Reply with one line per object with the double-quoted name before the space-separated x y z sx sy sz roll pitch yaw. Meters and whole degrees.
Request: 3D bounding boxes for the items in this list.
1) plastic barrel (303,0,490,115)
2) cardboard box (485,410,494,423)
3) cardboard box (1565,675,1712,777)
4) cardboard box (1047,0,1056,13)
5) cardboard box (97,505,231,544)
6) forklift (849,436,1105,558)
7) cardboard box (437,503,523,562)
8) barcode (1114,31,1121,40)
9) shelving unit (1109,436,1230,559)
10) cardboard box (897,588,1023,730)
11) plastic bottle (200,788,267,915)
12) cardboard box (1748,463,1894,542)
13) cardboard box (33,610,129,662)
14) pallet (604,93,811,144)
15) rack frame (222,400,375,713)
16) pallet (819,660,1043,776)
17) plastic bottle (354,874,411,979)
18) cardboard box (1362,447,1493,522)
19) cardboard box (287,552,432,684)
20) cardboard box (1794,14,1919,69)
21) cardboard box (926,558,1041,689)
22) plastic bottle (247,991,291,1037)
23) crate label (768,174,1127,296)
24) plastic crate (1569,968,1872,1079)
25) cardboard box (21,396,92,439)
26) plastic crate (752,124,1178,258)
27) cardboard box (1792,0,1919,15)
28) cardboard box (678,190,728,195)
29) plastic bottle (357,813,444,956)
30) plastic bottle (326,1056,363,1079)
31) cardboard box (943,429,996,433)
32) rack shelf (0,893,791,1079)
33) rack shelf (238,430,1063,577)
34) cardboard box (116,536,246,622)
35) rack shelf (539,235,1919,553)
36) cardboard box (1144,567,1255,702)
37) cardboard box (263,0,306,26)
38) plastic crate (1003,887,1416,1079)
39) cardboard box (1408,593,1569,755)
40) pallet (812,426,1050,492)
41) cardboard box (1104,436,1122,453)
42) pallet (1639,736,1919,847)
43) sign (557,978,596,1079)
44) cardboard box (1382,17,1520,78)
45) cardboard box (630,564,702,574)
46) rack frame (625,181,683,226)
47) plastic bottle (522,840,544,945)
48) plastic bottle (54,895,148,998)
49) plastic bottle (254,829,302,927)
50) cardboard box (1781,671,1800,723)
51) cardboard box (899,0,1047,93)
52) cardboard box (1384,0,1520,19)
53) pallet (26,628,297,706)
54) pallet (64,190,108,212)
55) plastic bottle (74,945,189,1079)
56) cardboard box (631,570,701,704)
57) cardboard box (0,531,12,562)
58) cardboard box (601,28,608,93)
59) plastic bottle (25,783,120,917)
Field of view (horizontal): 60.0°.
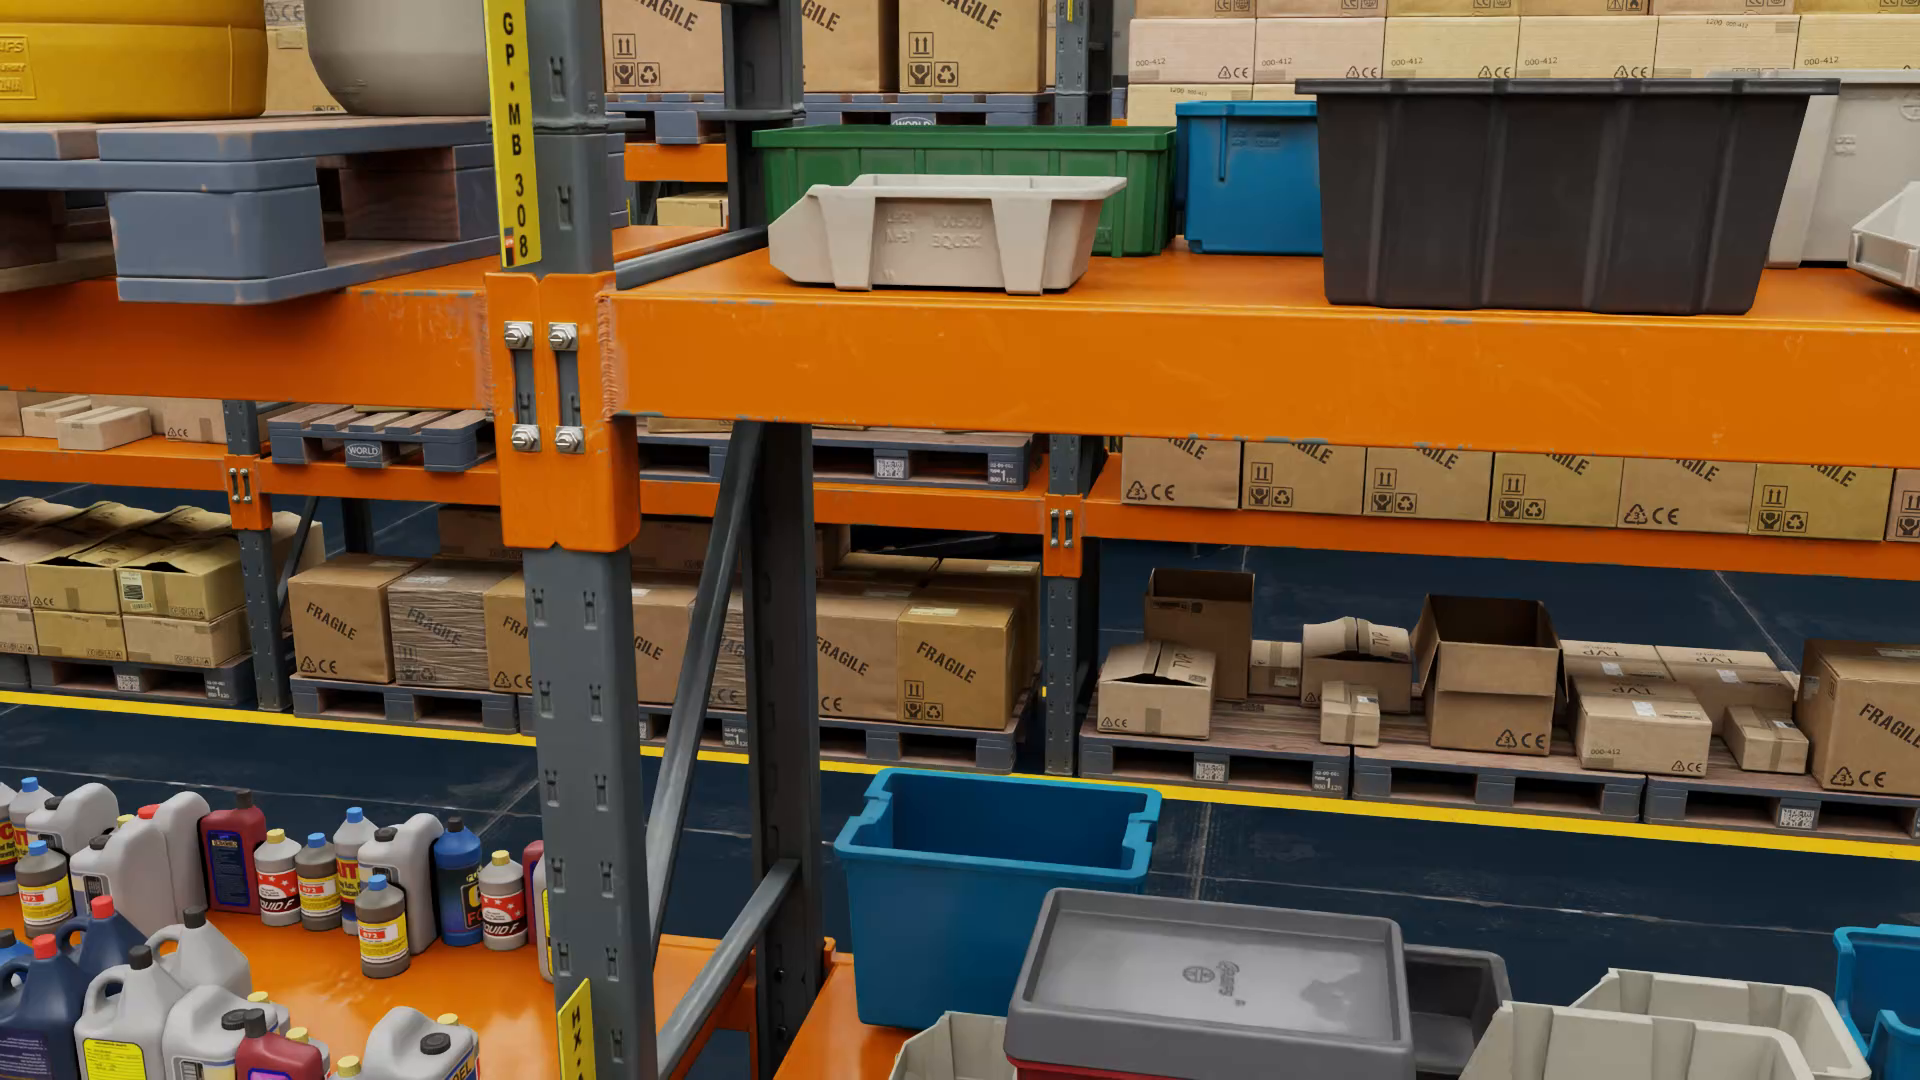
"plastic barrel" -0.909 -1.007 2.849 0.433 0.535 0.433 0 15 0
"cardboard box" -1.874 -0.857 7.992 0.500 0.500 0.700 6 17 22
"cardboard box" 2.961 0.807 7.286 0.500 0.250 0.500 3 16 11
"cardboard box" 0.695 -3.940 12.062 0.500 0.250 0.500 4 16 15
"cardboard box" -4.343 0.013 9.138 0.500 0.311 0.500 3 16 10
"forklift" -0.570 -1.344 10.854 3.031 2.935 1.130 -7 17 -23
"cardboard box" -2.353 -0.087 8.642 0.500 0.250 0.500 4 16 13
"barcode" 1.152 -3.709 12.219 0.075 0.075 0.001 5 16 16
"shelving unit" 1.429 -0.704 11.224 0.431 1.500 0.755 -15 21 -42
"cardboard box" 0.007 0.545 7.762 0.500 0.500 0.500 3 16 11
"plastic bottle" -1.588 0.678 3.646 0.133 0.283 0.061 3 16 11
"cardboard box" 3.465 -0.311 6.807 0.500 0.500 0.500 3 16 12
"cardboard box" -4.442 0.423 8.709 0.500 0.250 0.500 3 16 10
"pallet" -1.094 -1.958 7.676 1.003 0.211 1.213 3 16 11
"rack frame" -3.372 -0.709 8.431 0.127 3.000 1.000 3 16 11
"pallet" -0.257 0.815 8.156 1.213 0.211 1.003 3 16 11
"plastic bottle" -1.186 0.785 3.410 0.097 0.201 0.097 0 15 0
"cardboard box" 1.985 -0.392 7.101 0.500 0.500 0.500 3 16 11
"cardboard box" -2.983 0.383 8.349 0.500 0.500 0.500 4 16 13
"cardboard box" 3.423 -1.884 6.402 0.500 0.250 0.500 3 16 11
"cardboard box" 0.122 0.407 8.261 0.500 0.500 0.500 2 16 9
"plastic bottle" -1.245 0.906 2.975 0.097 0.201 0.097 0 15 0
"crate label" -0.021 -0.417 2.254 0.466 0.136 0.293 3 16 11
"plastic crate" 1.323 0.912 2.963 0.466 0.136 0.293 3 16 11
"cardboard box" -4.633 -0.641 8.657 0.250 0.149 0.380 4 16 15
"plastic crate" 0.032 -0.600 2.818 0.662 0.188 0.450 3 16 11
"cardboard box" 3.488 -2.331 6.607 0.500 0.500 0.700 3 16 11
"cardboard box" -1.893 -2.611 13.112 0.500 0.250 0.500 4 16 13
"plastic bottle" -1.179 0.716 3.522 0.135 0.276 0.152 3 16 11
"plastic bottle" -1.013 0.960 2.779 0.097 0.201 0.097 0 15 0
"cardboard box" 0.128 -0.830 7.896 0.500 0.500 0.700 -2 16 -8
"rack shelf" -2.403 1.040 3.466 4.000 0.370 1.077 3 16 11
"rack shelf" -1.412 -0.256 8.143 4.000 0.370 1.077 3 16 11
"cardboard box" -3.934 0.180 8.536 0.500 0.311 0.500 4 16 13
"rack shelf" 1.517 -0.193 2.298 4.000 0.370 1.077 3 16 11
"cardboard box" 1.163 0.453 8.097 0.500 0.500 0.500 3 16 11
"cardboard box" -2.946 -2.659 7.794 0.500 0.500 0.500 3 16 11
"plastic crate" 0.382 0.853 2.561 0.583 0.464 0.402 3 16 11
"cardboard box" 2.390 0.594 7.582 0.637 0.503 0.797 3 16 11
"pallet" -0.214 -0.474 7.945 1.213 0.211 1.003 3 16 11
"cardboard box" 0.868 -0.959 12.575 0.750 0.750 0.750 3 16 12
"pallet" 3.612 1.015 7.434 1.213 0.211 1.003 3 16 11
"sign" -0.555 0.810 2.430 0.005 0.325 0.100 3 16 11
"cardboard box" 1.953 -1.963 6.687 0.500 0.250 0.500 3 16 11
"cardboard box" -1.386 0.326 8.554 0.500 0.500 0.500 3 16 9
"rack frame" -2.389 -2.005 13.110 0.127 3.000 1.000 3 16 11
"plastic bottle" -0.848 0.718 3.501 0.133 0.283 0.061 3 16 11
"plastic bottle" -1.561 0.813 3.032 0.185 0.351 0.144 3 16 11
"plastic bottle" -1.478 0.728 3.617 0.097 0.201 0.097 0 15 0
"cardboard box" 3.881 0.745 7.668 0.250 0.166 0.380 3 16 11
"cardboard box" 0.069 -2.286 7.346 0.600 0.600 0.600 2 16 6
"cardboard box" 1.985 -2.367 6.739 0.500 0.500 0.700 3 16 11
"pallet" -4.171 0.581 8.999 1.213 0.211 1.003 3 16 11
"pallet" -2.343 -0.631 2.884 1.213 0.211 1.003 3 16 11
"plastic bottle" -1.409 0.860 2.860 0.185 0.351 0.144 3 16 11
"cardboard box" -1.466 0.464 8.057 0.500 0.500 0.500 3 16 9
"cardboard box" -5.430 0.100 8.827 0.500 0.311 0.500 4 16 13
"cardboard box" -1.929 -2.133 7.768 0.500 0.500 0.910 3 16 11
"plastic bottle" -1.955 0.674 3.674 0.135 0.276 0.152 3 16 11
